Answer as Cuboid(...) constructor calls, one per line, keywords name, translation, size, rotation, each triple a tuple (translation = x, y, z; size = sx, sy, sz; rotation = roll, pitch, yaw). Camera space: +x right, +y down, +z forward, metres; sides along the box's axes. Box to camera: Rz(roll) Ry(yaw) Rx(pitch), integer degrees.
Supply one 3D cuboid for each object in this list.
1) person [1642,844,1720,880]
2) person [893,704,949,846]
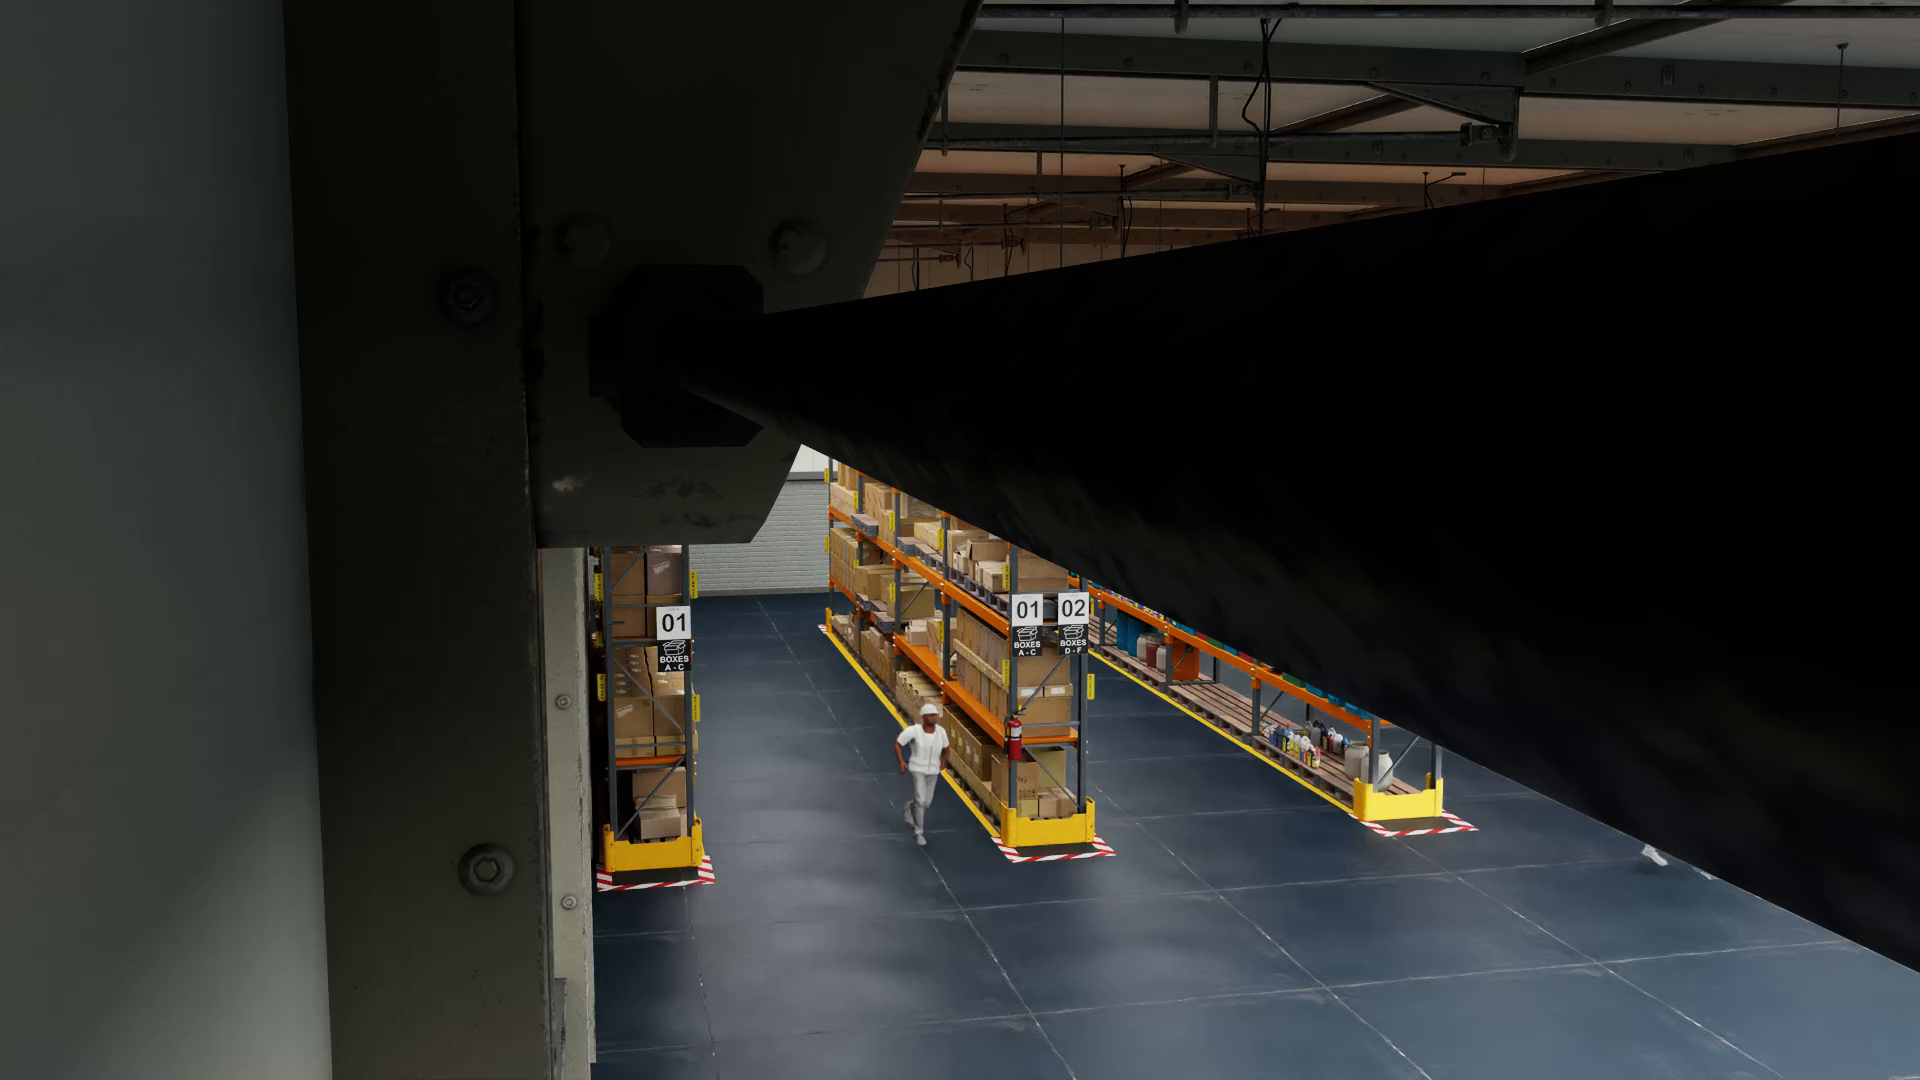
Cuboid(name="person", translation=(8.647, 3.094, 19.857), size=(0.876, 1.827, 0.655), rotation=(3, 8, 27))
Cuboid(name="person", translation=(-0.473, 2.971, 21.332), size=(0.744, 1.767, 0.802), rotation=(-3, 8, -26))
